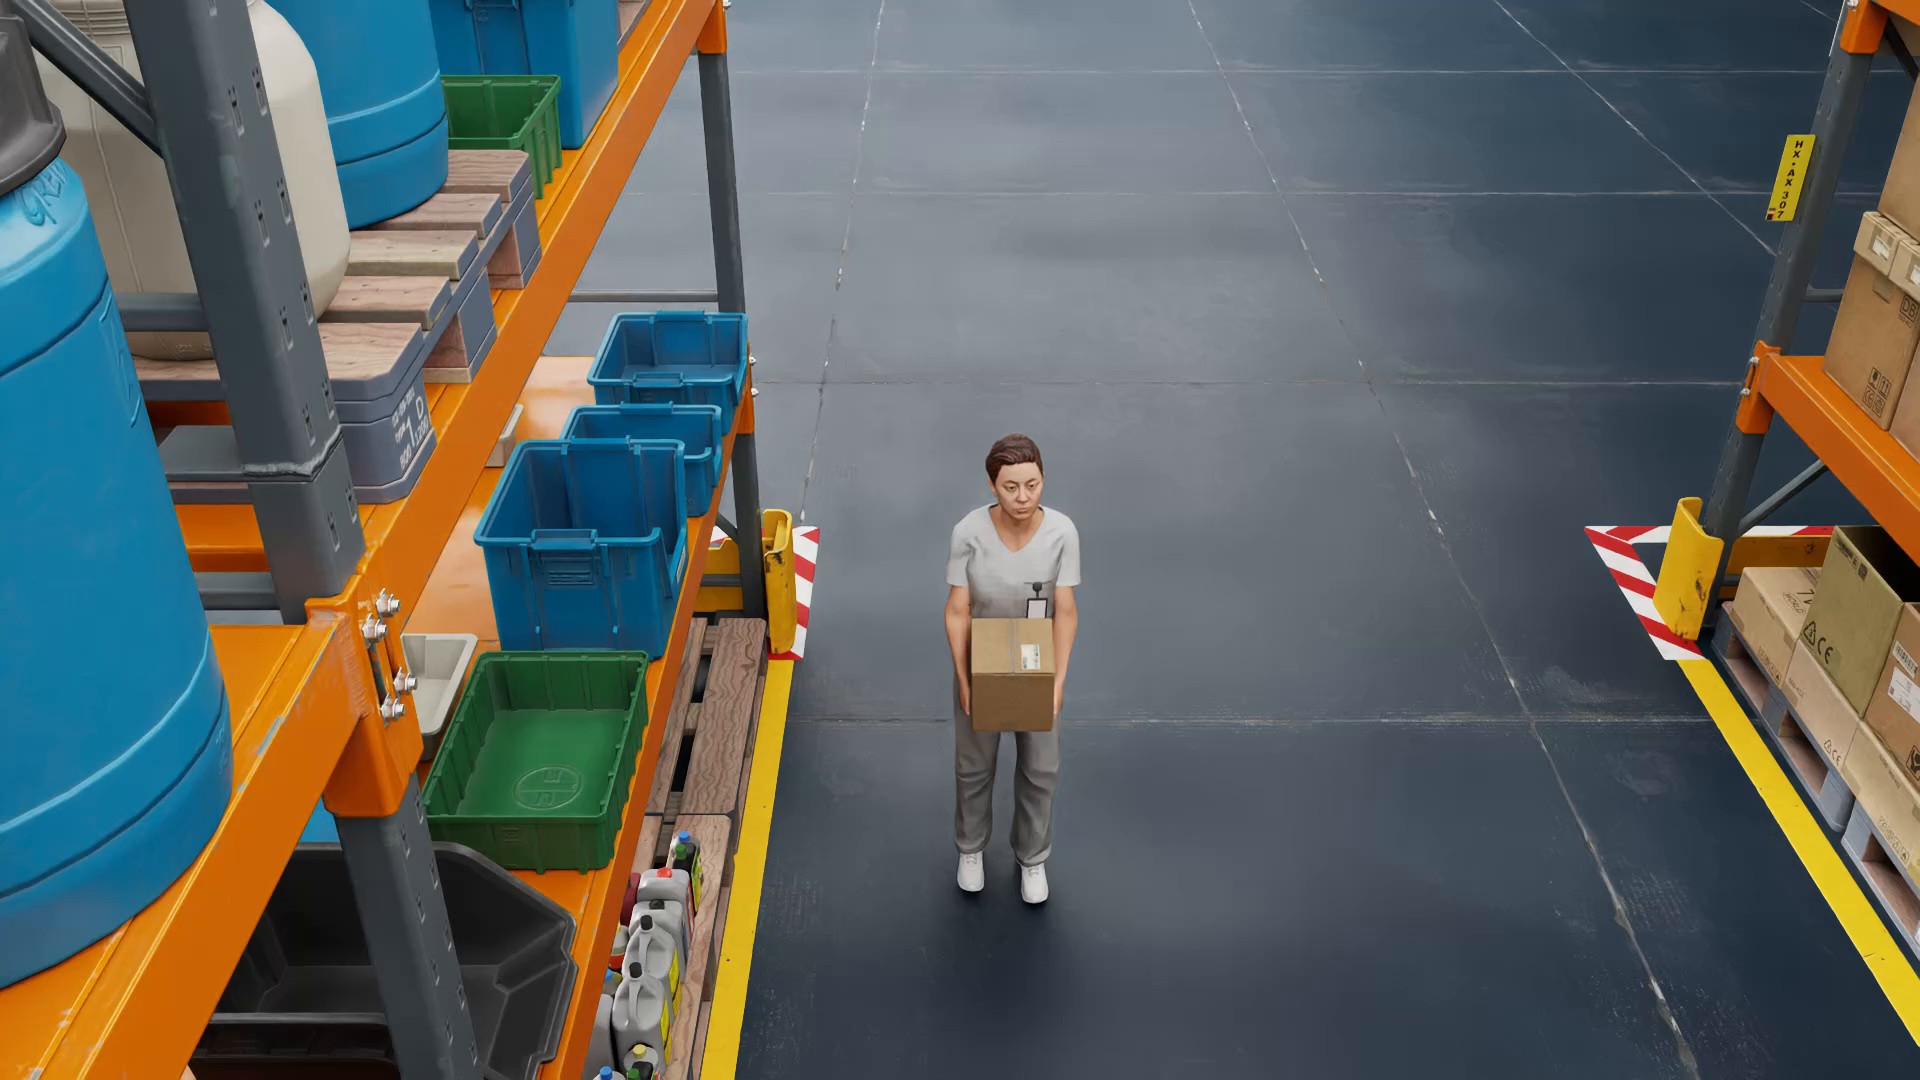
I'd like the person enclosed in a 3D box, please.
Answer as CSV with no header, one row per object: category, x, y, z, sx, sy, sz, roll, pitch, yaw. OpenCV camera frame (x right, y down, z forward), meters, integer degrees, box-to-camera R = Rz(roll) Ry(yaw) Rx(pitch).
person,0.165,0.471,5.390,0.434,1.661,0.535,0,32,0
